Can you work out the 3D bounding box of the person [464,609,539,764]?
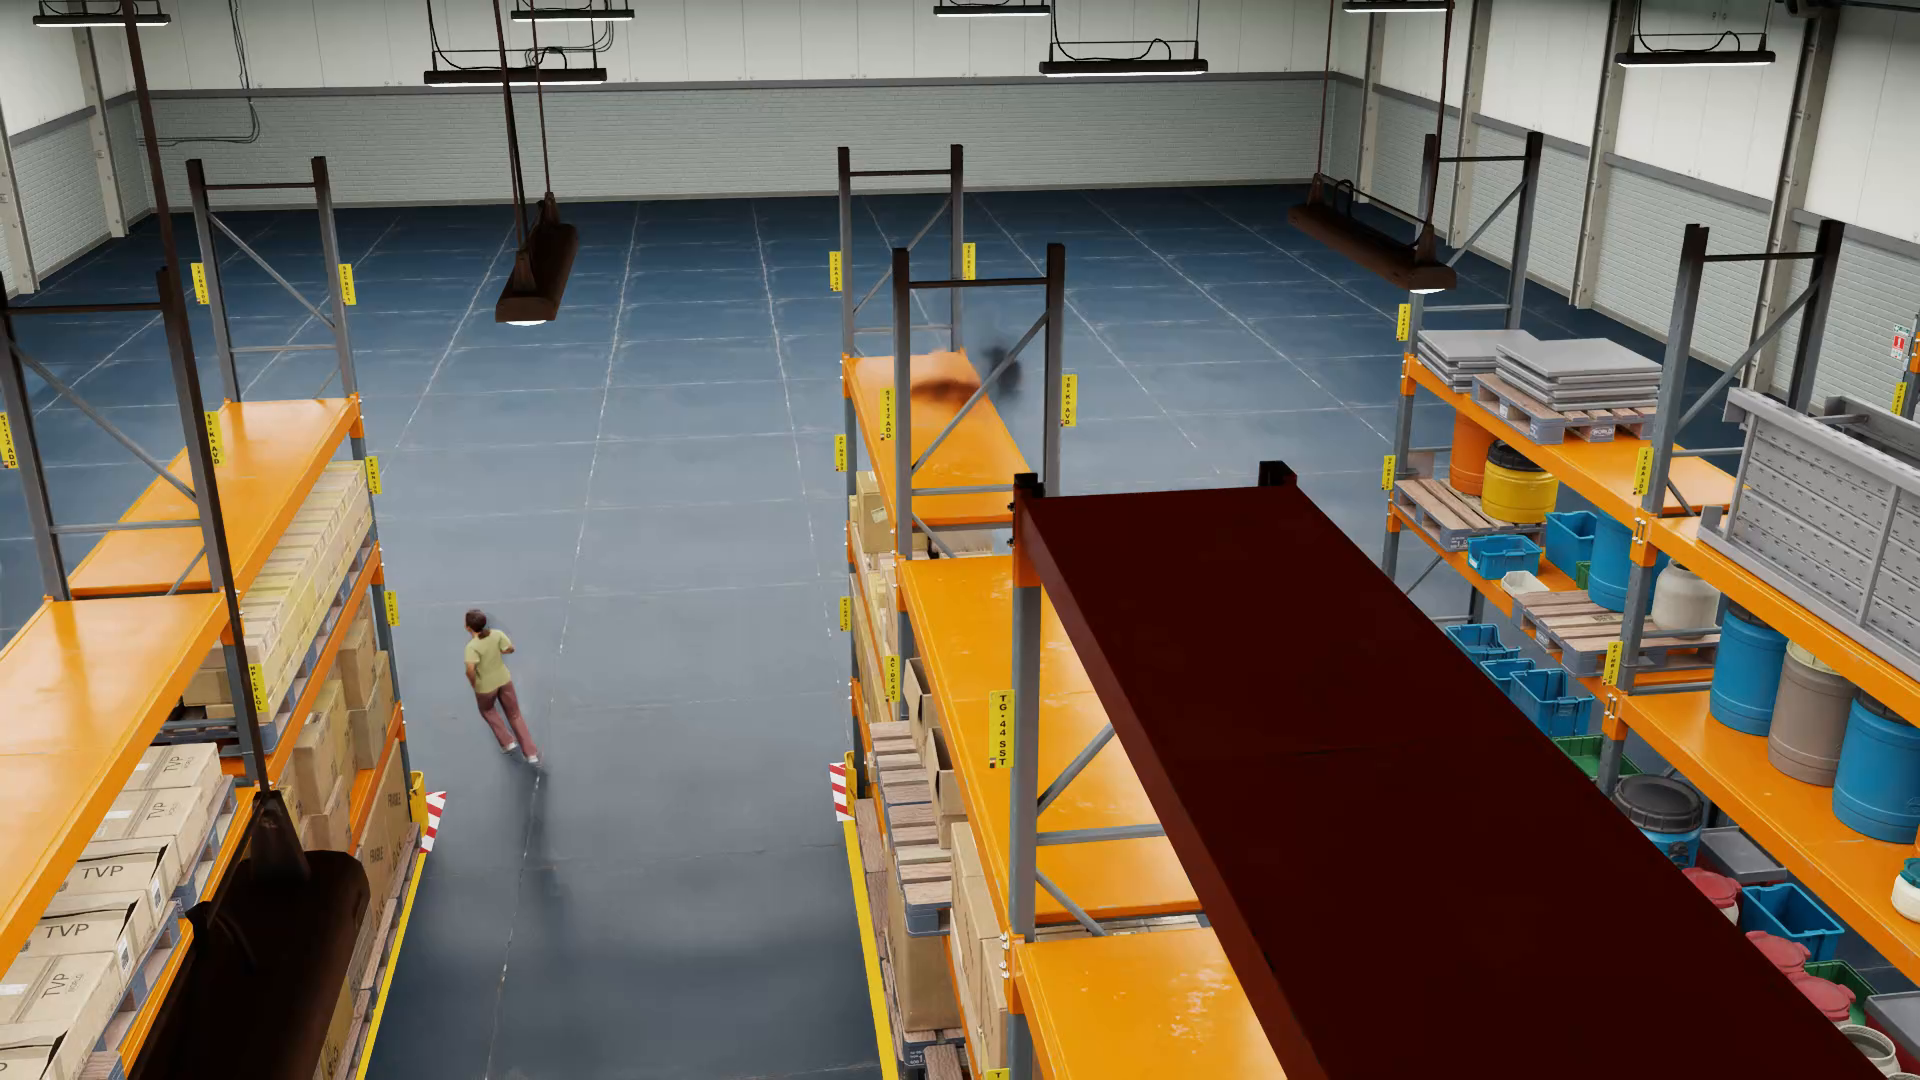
[{"bbox_3d":[-4.452,1.436,15.795,0.587,1.684,0.692,-16,27,-35],"label":"person"}]
